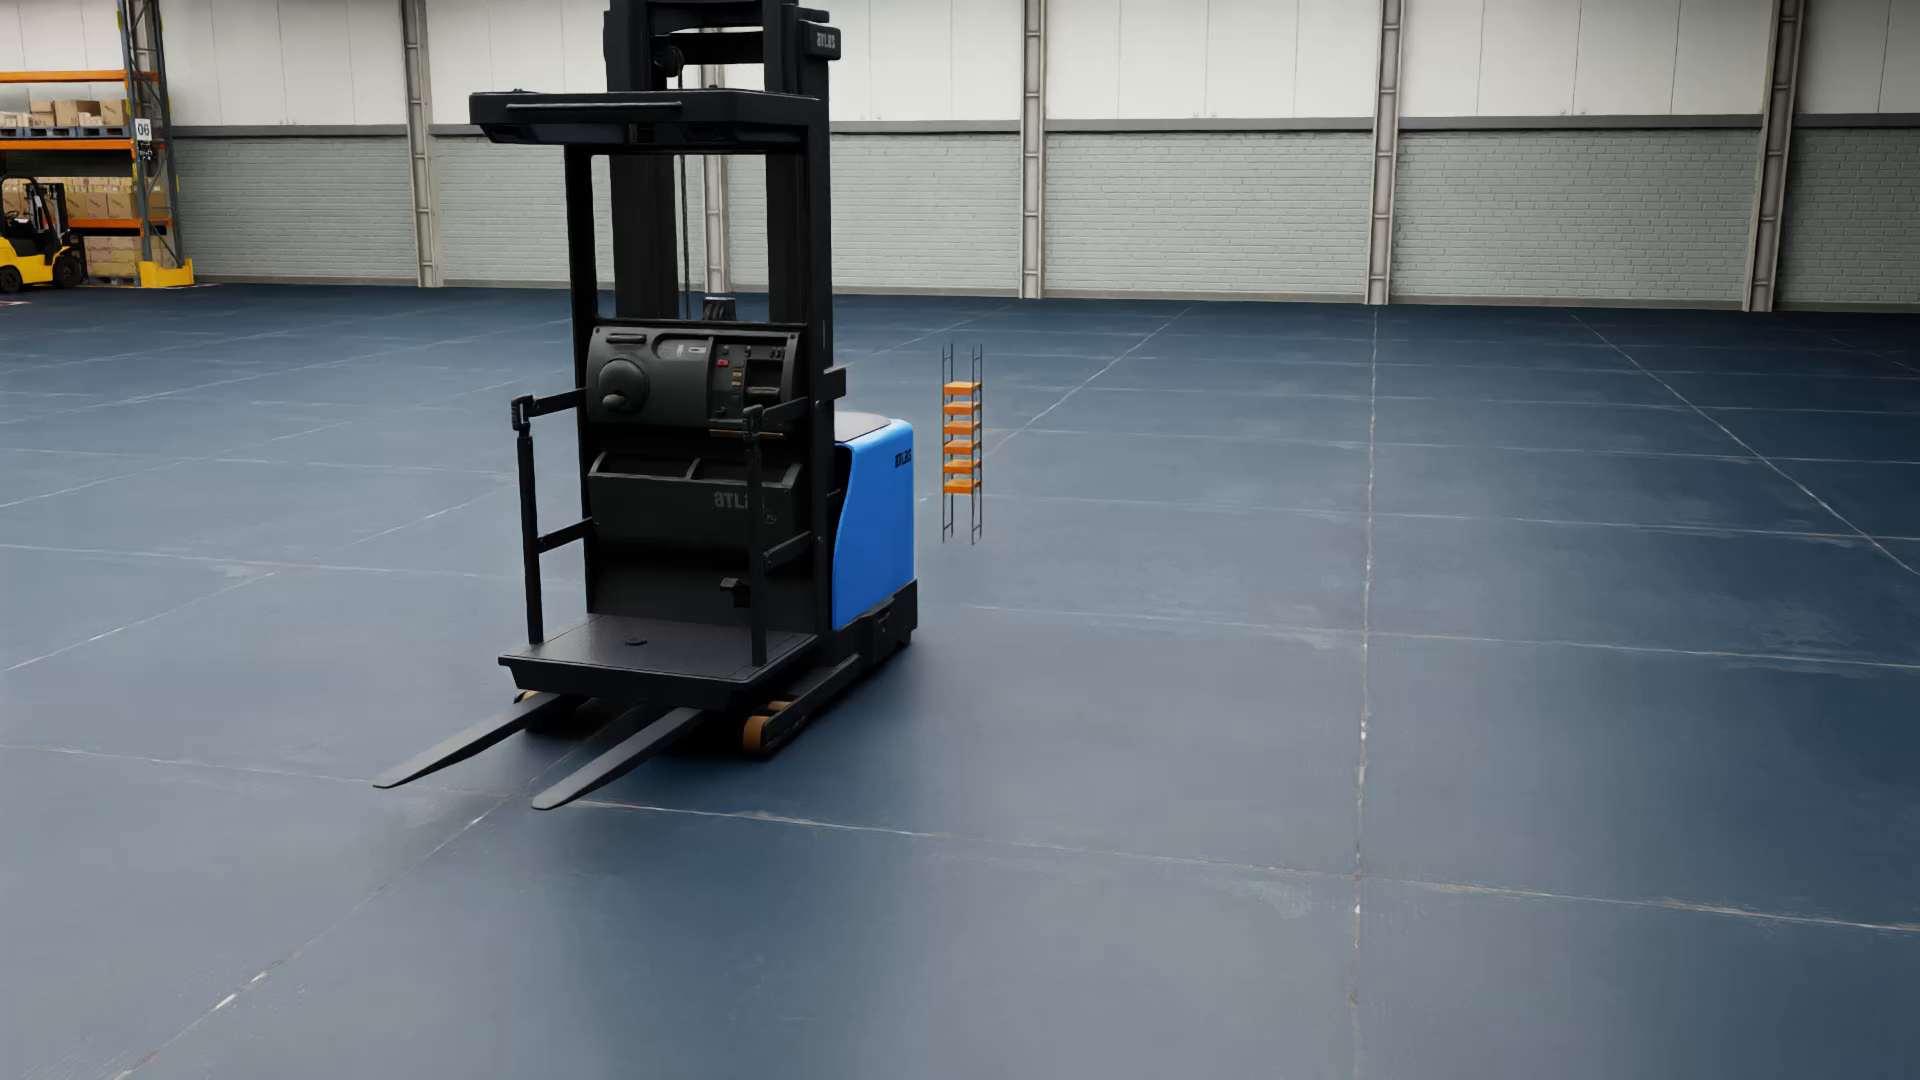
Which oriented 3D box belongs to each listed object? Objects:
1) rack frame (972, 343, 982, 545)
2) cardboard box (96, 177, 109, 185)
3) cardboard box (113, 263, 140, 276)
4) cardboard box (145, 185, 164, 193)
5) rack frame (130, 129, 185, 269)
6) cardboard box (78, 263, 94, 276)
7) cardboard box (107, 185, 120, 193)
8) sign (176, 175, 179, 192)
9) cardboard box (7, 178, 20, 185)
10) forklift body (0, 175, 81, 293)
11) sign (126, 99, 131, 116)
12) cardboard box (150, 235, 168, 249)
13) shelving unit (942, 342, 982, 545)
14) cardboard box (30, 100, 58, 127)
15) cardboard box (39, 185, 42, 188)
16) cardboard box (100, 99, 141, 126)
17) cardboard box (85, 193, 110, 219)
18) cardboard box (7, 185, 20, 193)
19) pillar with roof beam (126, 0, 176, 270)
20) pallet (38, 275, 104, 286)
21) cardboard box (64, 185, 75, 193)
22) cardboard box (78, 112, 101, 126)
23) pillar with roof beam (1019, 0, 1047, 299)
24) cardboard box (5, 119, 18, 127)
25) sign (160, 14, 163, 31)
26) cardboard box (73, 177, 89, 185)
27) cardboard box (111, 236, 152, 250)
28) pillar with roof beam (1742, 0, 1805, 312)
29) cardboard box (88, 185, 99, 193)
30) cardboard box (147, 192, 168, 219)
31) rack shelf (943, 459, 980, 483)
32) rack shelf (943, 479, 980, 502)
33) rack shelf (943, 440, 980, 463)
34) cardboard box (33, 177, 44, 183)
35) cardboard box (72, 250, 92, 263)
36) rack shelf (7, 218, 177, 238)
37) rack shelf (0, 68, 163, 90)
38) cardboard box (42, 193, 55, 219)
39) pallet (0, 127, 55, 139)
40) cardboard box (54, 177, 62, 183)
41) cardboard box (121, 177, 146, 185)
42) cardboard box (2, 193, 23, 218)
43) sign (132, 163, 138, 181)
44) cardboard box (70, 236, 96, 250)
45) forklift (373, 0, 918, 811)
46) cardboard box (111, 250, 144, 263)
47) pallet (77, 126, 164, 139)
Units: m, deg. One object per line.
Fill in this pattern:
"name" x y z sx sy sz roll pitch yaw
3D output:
"rack frame" 0.103 -0.580 10.079 0.006 1.200 0.240 3 13 14
"cardboard box" -16.638 -7.014 32.505 0.250 0.149 0.380 3 13 15
"cardboard box" -16.265 -5.335 32.733 0.500 0.250 0.500 3 13 14
"cardboard box" -16.000 -6.952 32.915 0.250 0.149 0.380 3 13 12
"rack frame" -15.733 -6.514 32.671 0.127 3.000 1.000 3 13 14
"cardboard box" -17.229 -5.391 32.984 0.500 0.250 0.500 3 13 14
"cardboard box" -16.392 -6.846 32.437 0.250 0.149 0.380 3 13 14
"sign" -15.594 -7.092 33.093 0.005 0.325 0.100 3 13 14
"cardboard box" -18.627 -7.113 32.953 0.250 0.149 0.380 3 13 15
"forklift body" -18.011 -5.815 31.477 1.214 2.155 2.313 3 13 14
"sign" -15.876 -8.259 31.747 0.005 0.325 0.100 3 13 14
"cardboard box" -16.154 -5.930 33.106 0.500 0.250 0.500 3 13 13
"shelving unit" 0.014 -0.585 10.100 0.189 1.200 0.258 3 13 14
"cardboard box" -17.750 -8.367 32.658 0.637 0.503 0.797 3 13 15
"cardboard box" -18.134 -6.943 32.874 0.250 0.149 0.380 3 13 12
"cardboard box" -16.221 -8.253 32.151 0.500 0.500 0.500 3 13 15
"cardboard box" -16.775 -6.562 32.656 0.500 0.500 0.500 3 13 15
"cardboard box" -18.637 -6.966 32.980 0.250 0.149 0.380 3 13 15
"pillar with roof beam" -17.224 -8.764 28.957 0.400 9.000 9.100 3 13 14
"pallet" -17.666 -5.248 33.399 1.213 0.211 1.003 3 13 14
"cardboard box" -17.388 -6.900 32.682 0.250 0.149 0.380 3 13 14
"cardboard box" -16.856 -8.159 32.269 0.258 0.266 0.396 3 13 14
"pillar with roof beam" 0.251 -7.829 24.747 0.400 9.000 9.100 3 13 14
"cardboard box" -18.507 -8.191 32.680 0.250 0.149 0.380 3 13 15
"sign" -15.594 -10.093 32.427 0.005 0.325 0.100 3 13 14
"cardboard box" -17.142 -7.032 32.589 0.250 0.149 0.380 3 13 15
"cardboard box" -16.255 -5.823 32.627 0.500 0.250 0.500 4 13 15
"pillar with roof beam" 11.902 -7.207 21.940 0.400 9.000 9.100 3 13 14
"cardboard box" -16.867 -6.888 32.624 0.250 0.149 0.380 3 13 13
"cardboard box" -16.147 -6.647 33.039 0.500 0.500 0.500 3 13 15
"rack shelf" 0.014 -0.424 10.136 0.180 0.103 0.258 3 13 14
"rack shelf" 0.014 -0.307 10.162 0.180 0.103 0.258 3 13 14
"rack shelf" 0.014 -0.542 10.110 0.180 0.103 0.258 3 13 14
"cardboard box" -18.108 -7.104 32.911 0.250 0.149 0.380 3 13 13
"cardboard box" -17.271 -5.631 32.915 0.500 0.250 0.500 3 13 12
"rack shelf" -17.674 -6.267 33.216 4.000 0.370 1.077 3 13 14
"rack shelf" -17.674 -9.000 32.610 4.000 0.370 1.077 3 13 14
"cardboard box" -17.763 -6.613 32.883 0.500 0.500 0.500 3 13 14
"pallet" -18.782 -8.104 33.116 1.213 0.211 1.003 3 13 14
"cardboard box" -17.622 -7.078 32.794 0.250 0.149 0.380 3 13 14
"cardboard box" -16.131 -6.999 32.441 0.250 0.149 0.380 3 13 14
"cardboard box" -18.738 -6.669 33.138 0.500 0.500 0.500 3 13 15
"sign" -15.876 -7.082 32.008 0.005 0.325 0.100 3 13 14
"cardboard box" -17.244 -5.873 32.849 0.500 0.250 0.500 3 13 14
"forklift" -1.157 -0.686 6.557 1.130 2.935 3.031 4 13 18
"cardboard box" -16.280 -5.581 32.686 0.500 0.250 0.500 3 13 13
"pallet" -16.413 -7.978 32.545 1.213 0.211 1.003 3 13 14
